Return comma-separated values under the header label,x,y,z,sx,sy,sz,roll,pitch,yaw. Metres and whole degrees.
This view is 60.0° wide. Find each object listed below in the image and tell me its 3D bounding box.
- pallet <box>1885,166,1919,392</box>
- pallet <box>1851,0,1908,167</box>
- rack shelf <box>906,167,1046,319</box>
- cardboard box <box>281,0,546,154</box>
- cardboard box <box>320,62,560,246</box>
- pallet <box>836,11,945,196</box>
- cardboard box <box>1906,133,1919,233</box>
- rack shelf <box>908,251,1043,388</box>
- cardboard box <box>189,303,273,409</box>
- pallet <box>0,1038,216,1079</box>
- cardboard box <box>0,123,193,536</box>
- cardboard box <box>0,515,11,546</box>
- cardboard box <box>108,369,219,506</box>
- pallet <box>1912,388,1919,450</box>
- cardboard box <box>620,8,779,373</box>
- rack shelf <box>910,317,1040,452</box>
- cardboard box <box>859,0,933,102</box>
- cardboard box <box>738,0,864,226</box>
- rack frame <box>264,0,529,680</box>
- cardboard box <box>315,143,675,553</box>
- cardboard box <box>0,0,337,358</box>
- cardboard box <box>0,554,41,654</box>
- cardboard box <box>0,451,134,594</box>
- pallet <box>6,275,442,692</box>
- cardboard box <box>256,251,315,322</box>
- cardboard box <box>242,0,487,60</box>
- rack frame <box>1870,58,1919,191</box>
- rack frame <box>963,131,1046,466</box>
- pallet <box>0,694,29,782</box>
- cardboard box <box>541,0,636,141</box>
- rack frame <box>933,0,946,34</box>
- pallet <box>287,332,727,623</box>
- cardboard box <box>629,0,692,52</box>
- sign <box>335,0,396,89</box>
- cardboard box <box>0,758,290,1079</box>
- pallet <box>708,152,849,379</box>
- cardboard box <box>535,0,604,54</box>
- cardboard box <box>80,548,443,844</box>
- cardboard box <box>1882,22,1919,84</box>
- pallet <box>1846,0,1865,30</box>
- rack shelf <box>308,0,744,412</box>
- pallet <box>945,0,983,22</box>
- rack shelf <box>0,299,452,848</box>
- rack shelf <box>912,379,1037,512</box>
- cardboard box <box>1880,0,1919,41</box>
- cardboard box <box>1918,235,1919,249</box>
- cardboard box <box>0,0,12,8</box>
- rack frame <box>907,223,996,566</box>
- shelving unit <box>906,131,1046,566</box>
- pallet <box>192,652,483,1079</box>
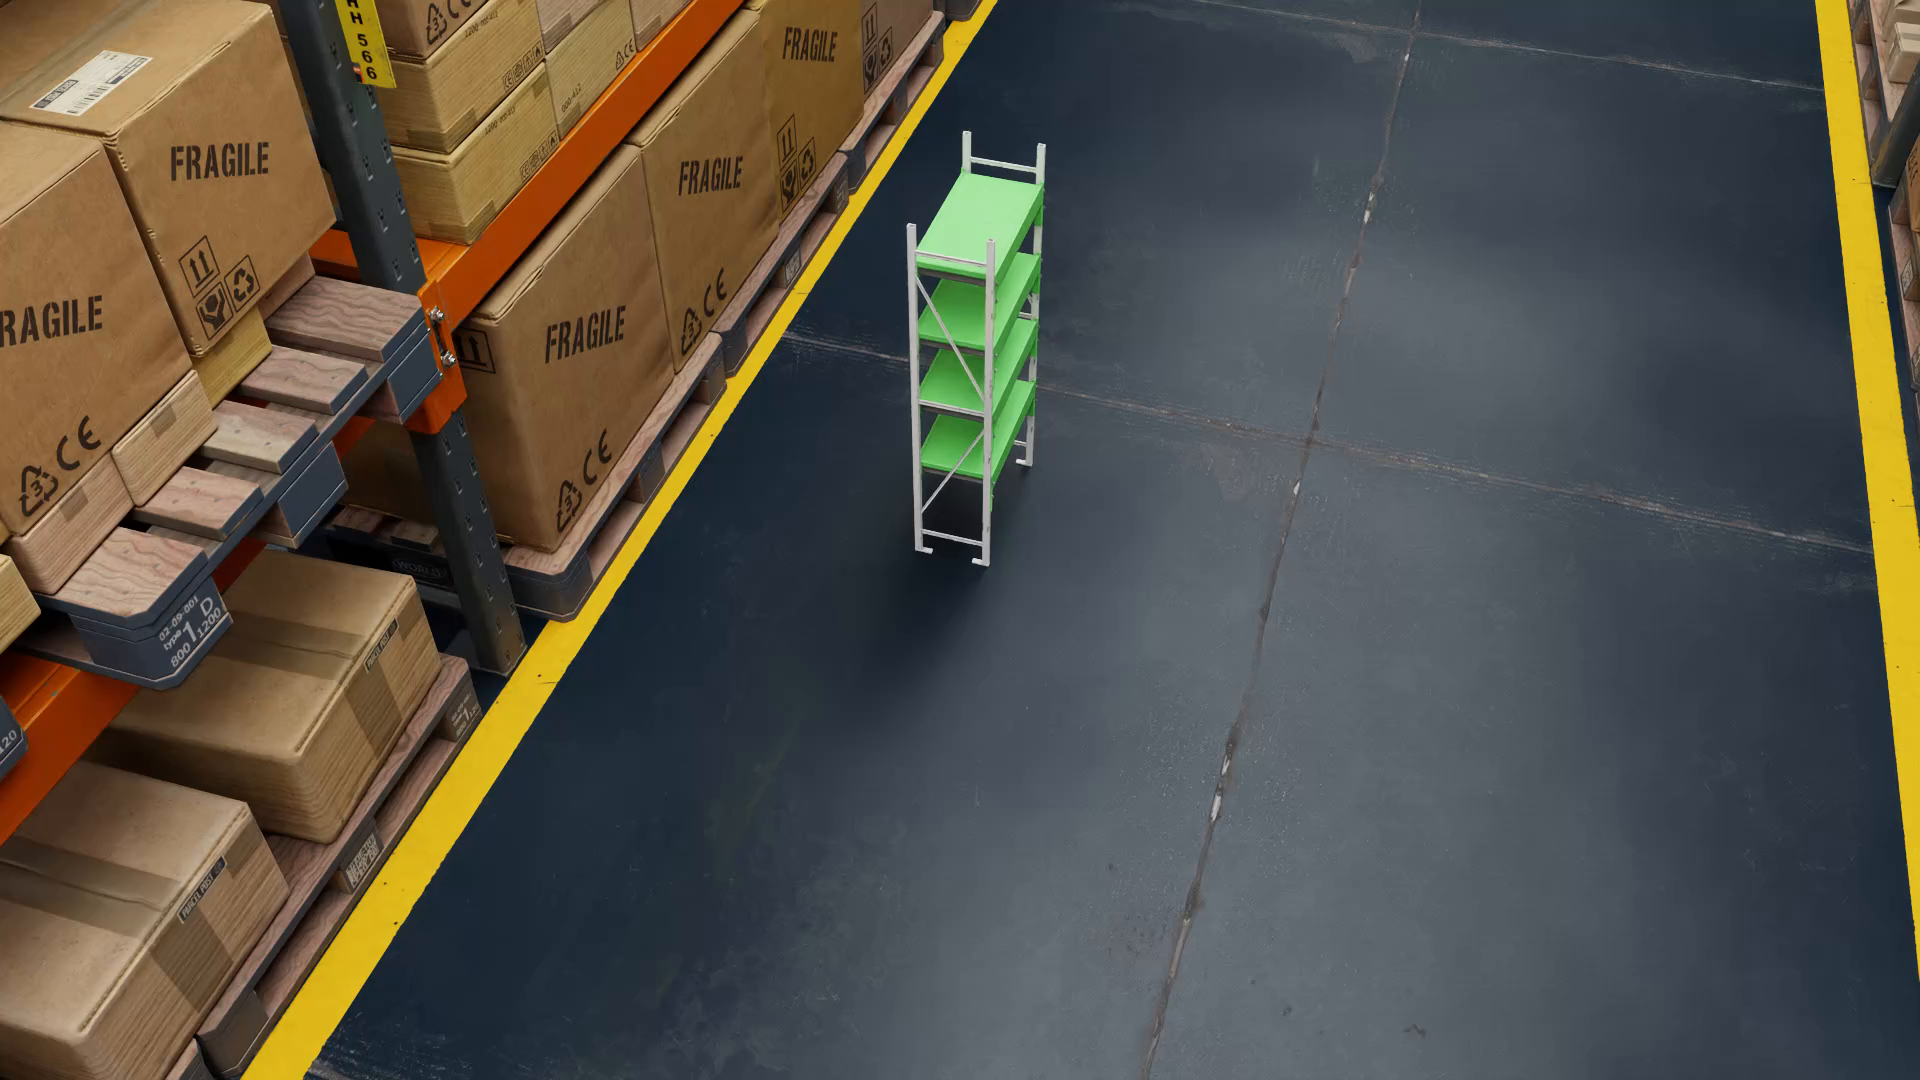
label,x,y,z,sx,sy,sz,roll,pitch,yaw
pallet,3.961,-0.884,6.003,1.003,0.211,1.213,13,46,13
pallet,4.380,-1.892,7.033,1.003,0.211,1.213,13,46,13
rack shelf,0.050,-0.837,4.652,0.258,0.148,0.480,13,46,13
cardboard box,-1.383,-1.224,4.106,0.500,0.250,0.500,12,46,12
cardboard box,-1.384,-1.033,4.268,0.500,0.250,0.500,12,46,12
pallet,-0.722,-1.953,7.095,1.003,0.211,1.213,13,46,13
cardboard box,3.810,-1.413,6.036,0.500,0.500,0.500,14,46,14
rack shelf,0.050,-0.665,4.820,0.258,0.148,0.480,13,46,13
cardboard box,-1.659,-0.412,3.405,0.380,0.149,0.250,13,46,13
pallet,-2.381,1.514,3.552,1.003,0.211,1.213,13,46,13
cardboard box,-1.791,-0.397,2.927,0.500,0.500,0.500,12,46,12
cardboard box,-1.942,-0.060,2.583,0.500,0.500,0.500,10,45,10
cardboard box,-1.693,-0.234,3.224,0.380,0.149,0.250,12,46,12
pallet,3.593,-0.068,5.169,1.003,0.211,1.213,13,46,13
cardboard box,-1.209,-1.241,5.592,0.875,0.875,0.875,13,46,13
rack shelf,0.050,-0.494,4.988,0.258,0.148,0.480,13,46,13
cardboard box,-0.672,-2.440,6.818,0.875,0.875,0.875,14,46,14
cardboard box,-0.938,-1.837,6.201,0.875,0.875,0.875,14,46,14
rack frame,-1.772,-0.814,3.937,1.000,3.000,0.127,13,46,13
cardboard box,-1.484,-0.647,4.986,0.875,0.875,0.875,12,46,12
cardboard box,-1.645,-0.744,3.281,0.500,0.500,0.500,11,46,11
cardboard box,-1.847,0.118,2.864,0.380,0.149,0.250,13,46,13
cardboard box,-1.777,-0.068,3.054,0.380,0.149,0.250,11,45,11
pallet,-1.886,-0.248,3.495,1.213,0.211,1.003,13,46,13
cardboard box,-1.647,-0.606,3.604,0.380,0.149,0.250,14,46,14
cardboard box,-1.389,-1.484,3.835,0.500,0.500,0.500,11,45,11
rack frame,4.171,-2.431,5.590,1.000,3.000,0.127,13,46,13
rack frame,0.124,-0.702,5.109,0.240,1.200,0.015,13,46,13
pallet,-2.332,0.583,2.647,1.003,0.211,1.213,13,46,13
cardboard box,-1.245,-1.379,4.622,0.500,0.250,0.500,11,46,11
rack frame,-0.561,-3.480,6.662,1.000,3.000,0.127,13,46,13
pallet,-1.461,-0.327,5.433,1.003,0.211,1.213,13,46,13
cardboard box,-1.081,-1.728,4.978,0.500,0.250,0.500,14,46,14
sign,-1.252,-1.091,3.449,0.100,0.325,0.005,13,46,13
cardboard box,-2.168,0.843,3.822,0.950,0.372,0.625,12,46,12
pallet,-1.090,-1.137,6.261,1.003,0.211,1.213,13,46,13
cardboard box,-1.226,-1.569,4.458,0.500,0.250,0.500,14,46,13
cardboard box,-1.952,0.350,4.326,0.950,0.372,0.625,10,45,10
cardboard box,4.060,-1.996,6.883,0.380,0.149,0.250,11,45,11
pallet,4.748,-2.708,7.866,1.003,0.211,1.213,13,46,13
rack shelf,-1.166,-1.890,5.551,1.077,0.370,4.000,13,46,13
pallet,-0.256,-2.974,8.138,1.003,0.211,1.213,13,46,13
rack shelf,-2.378,0.776,2.826,1.077,0.370,4.000,13,46,13
rack shelf,0.050,-0.322,5.156,0.258,0.148,0.480,13,46,13
cardboard box,4.168,-2.276,7.085,0.396,0.266,0.258,14,46,14
cardboard box,3.658,-1.056,5.671,0.500,0.500,0.500,12,46,12
cardboard box,-2.129,-0.855,3.395,0.500,0.500,0.500,11,46,11
rack frame,-0.024,-0.377,4.777,0.240,1.200,0.015,13,46,13
shelving unit,0.050,-0.539,4.943,0.258,1.200,0.503,13,46,13
pallet,-2.010,0.703,4.380,1.003,0.211,1.213,13,46,13
